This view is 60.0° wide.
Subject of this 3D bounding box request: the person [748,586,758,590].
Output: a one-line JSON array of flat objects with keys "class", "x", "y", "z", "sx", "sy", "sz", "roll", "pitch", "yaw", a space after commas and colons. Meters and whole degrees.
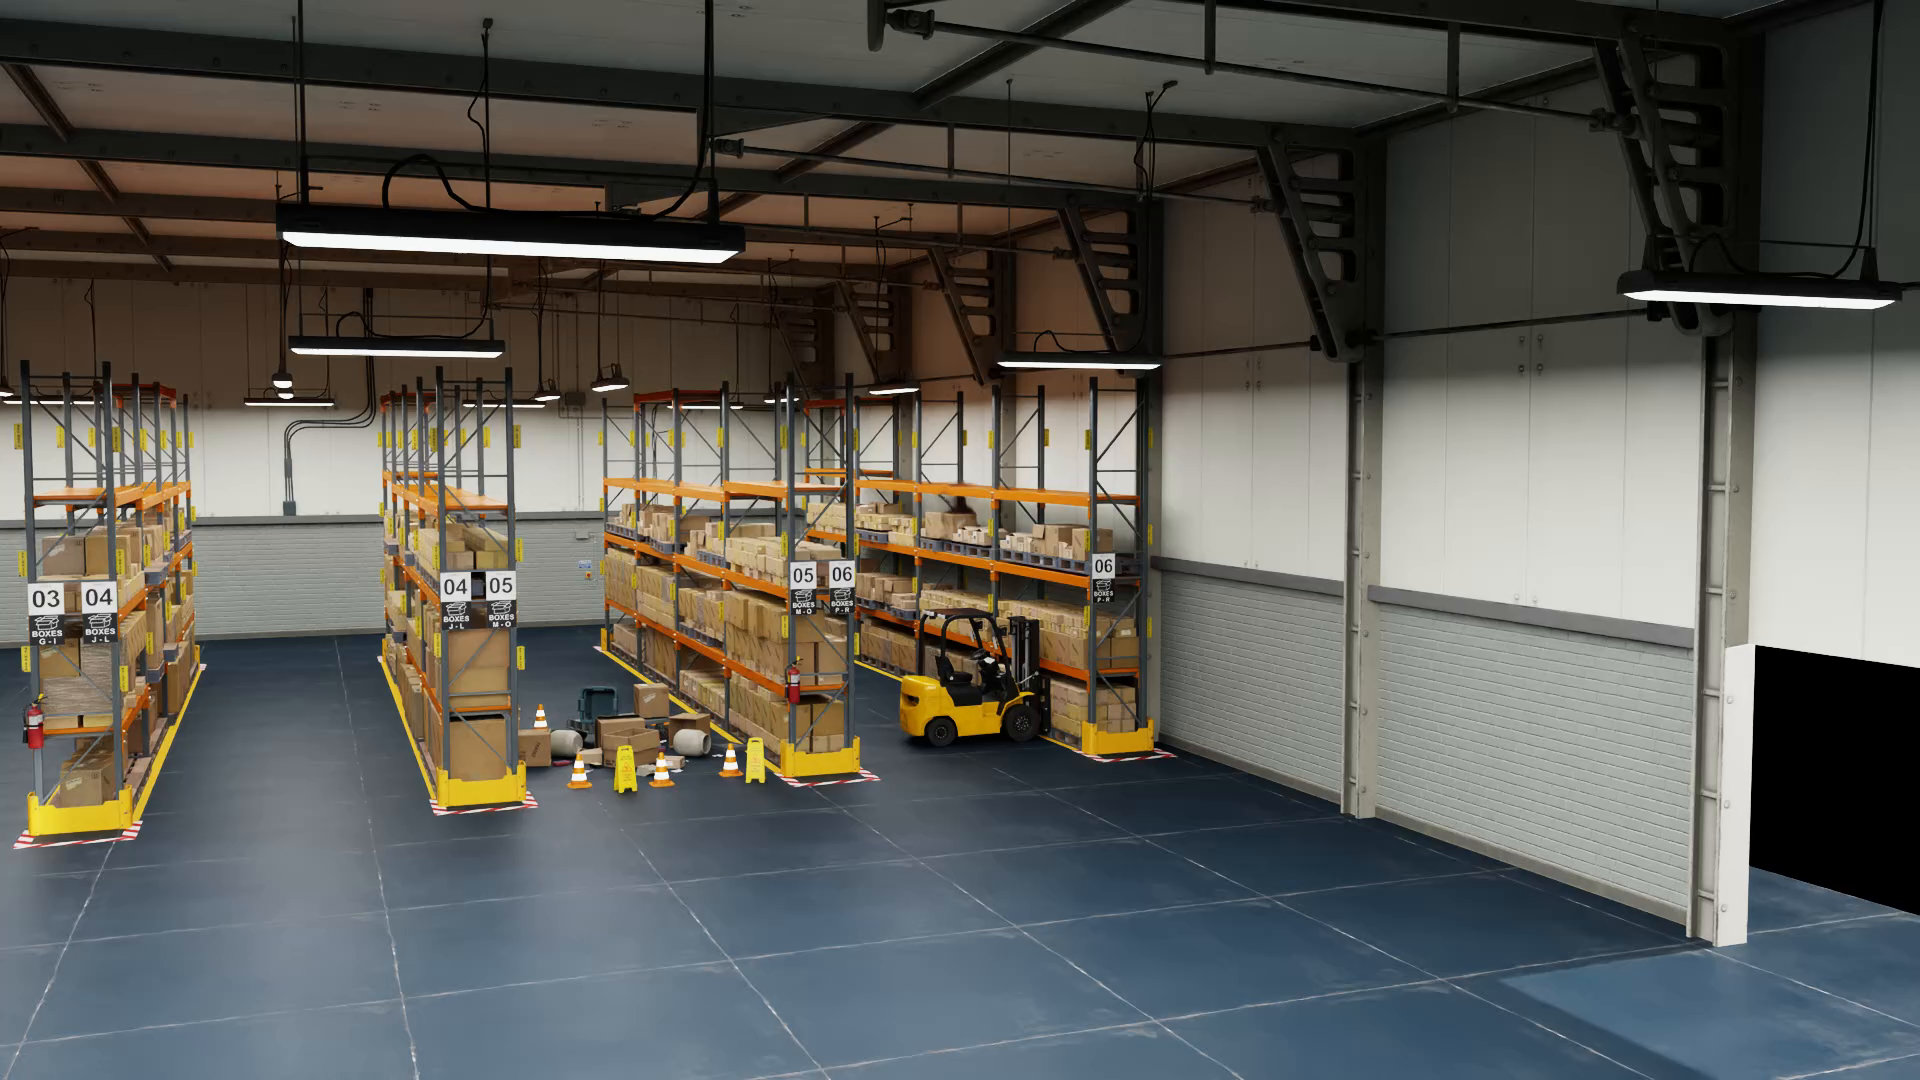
[{"class": "person", "x": -5.146, "y": 1.661, "z": 42.055, "sx": 0.547, "sy": 1.655, "sz": 0.523, "roll": 0, "pitch": 3, "yaw": 6}]
